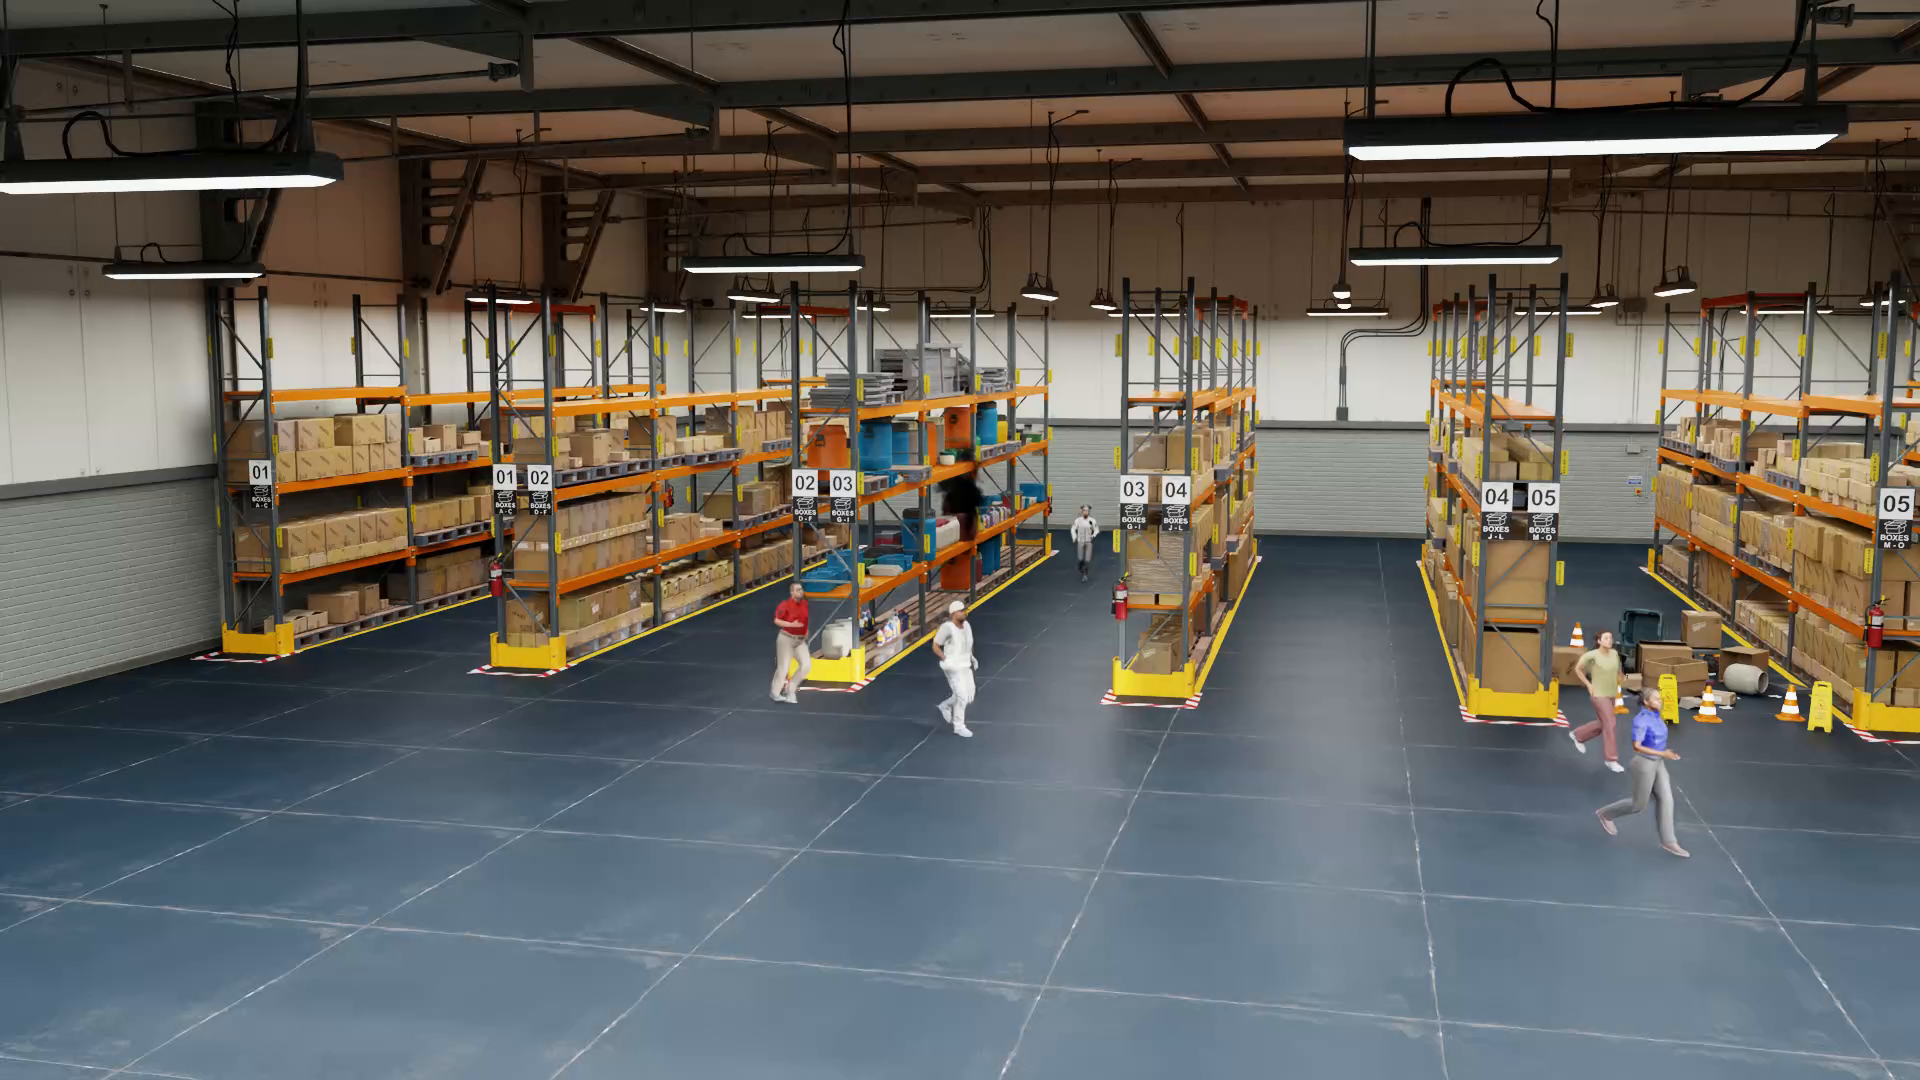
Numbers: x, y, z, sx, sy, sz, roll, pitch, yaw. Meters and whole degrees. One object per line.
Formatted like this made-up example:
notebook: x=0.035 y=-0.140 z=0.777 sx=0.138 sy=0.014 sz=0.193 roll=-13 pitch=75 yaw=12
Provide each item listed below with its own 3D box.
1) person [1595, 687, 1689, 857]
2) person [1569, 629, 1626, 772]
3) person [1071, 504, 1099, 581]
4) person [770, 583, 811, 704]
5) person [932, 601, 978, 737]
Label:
person: x=6.847 y=2.276 z=16.603 sx=0.582 sy=1.653 sz=0.925 roll=-6 pitch=9 yaw=-43
person: x=7.725 y=2.008 z=20.051 sx=0.568 sy=1.427 sz=0.863 roll=-3 pitch=7 yaw=-23
person: x=2.707 y=0.055 z=36.011 sx=0.612 sy=1.659 sz=0.547 roll=0 pitch=7 yaw=4
person: x=-2.324 y=1.478 z=23.541 sx=0.662 sy=1.748 sz=0.705 roll=-5 pitch=8 yaw=-39
person: x=-0.092 y=1.659 z=21.680 sx=0.643 sy=1.758 sz=0.702 roll=5 pitch=8 yaw=39
